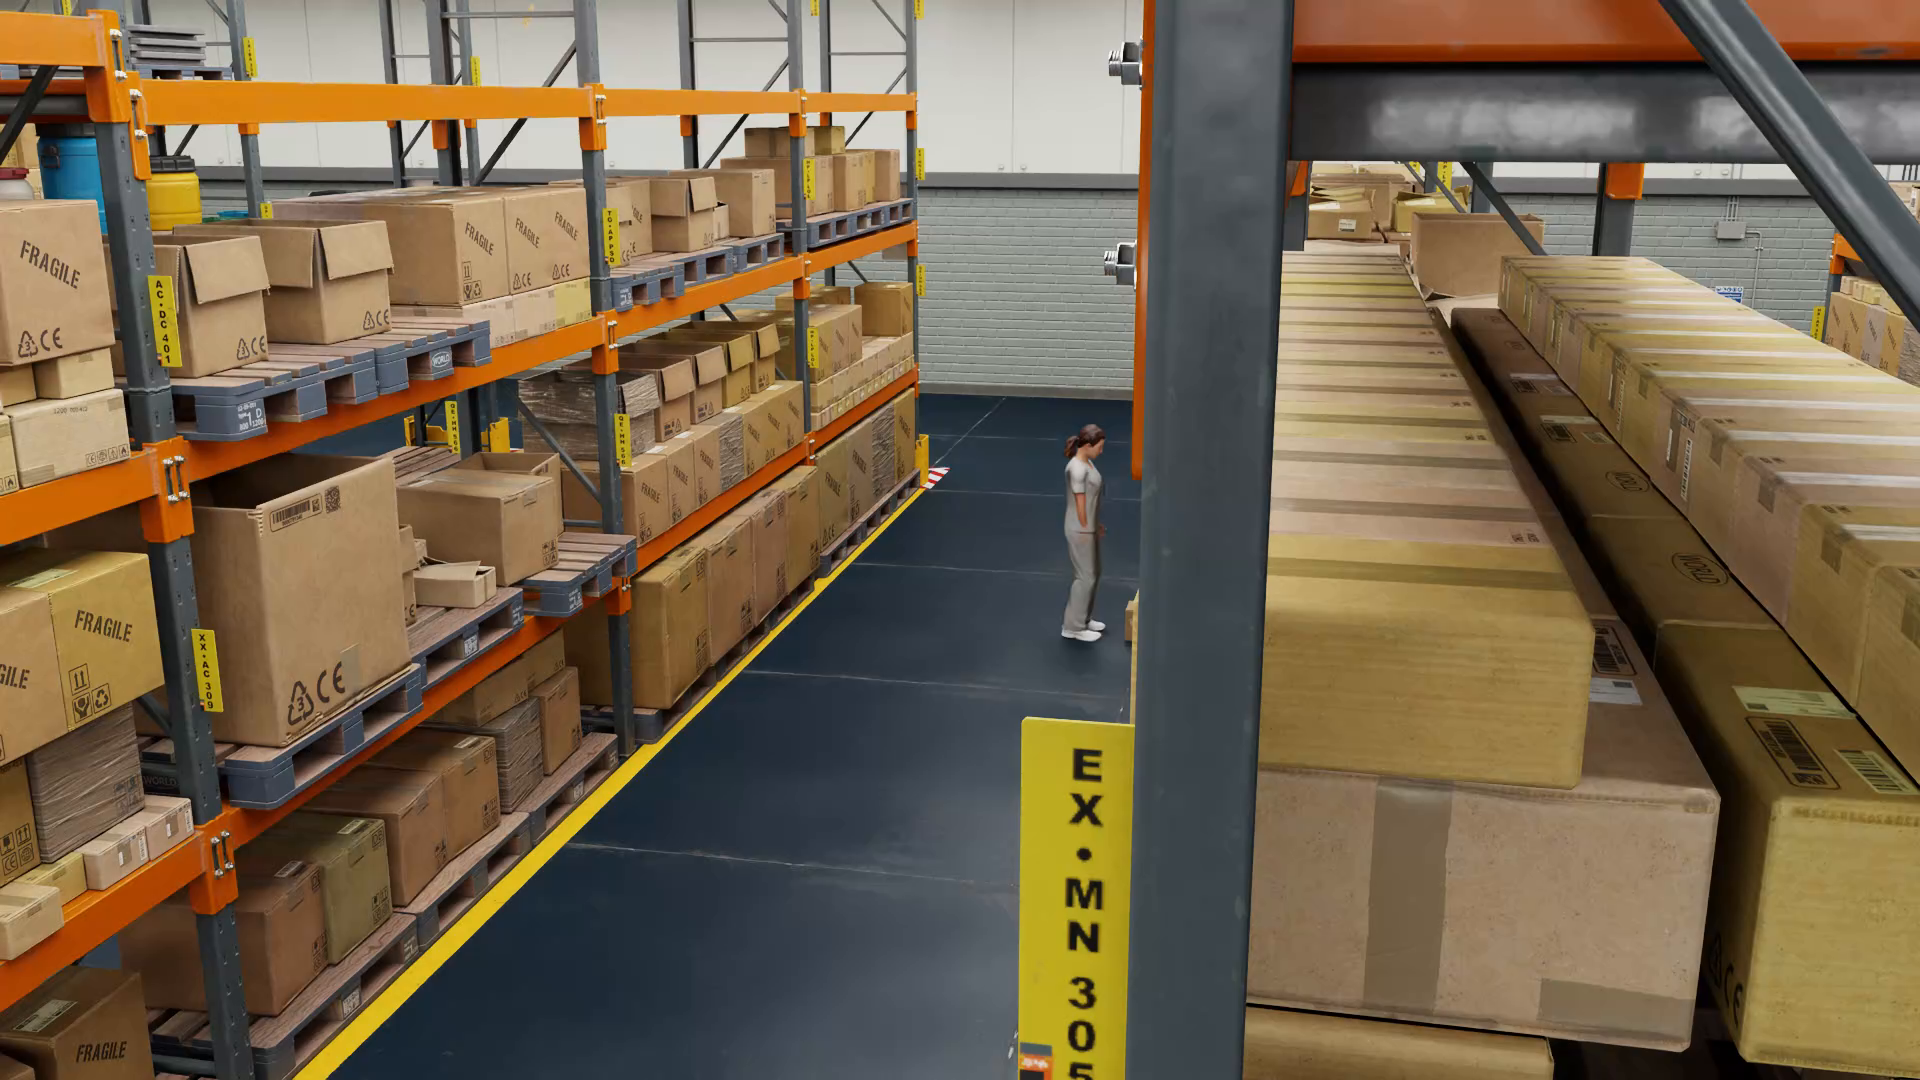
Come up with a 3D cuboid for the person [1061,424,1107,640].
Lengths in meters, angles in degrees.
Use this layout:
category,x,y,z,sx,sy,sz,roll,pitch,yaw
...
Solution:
category,x,y,z,sx,sy,sz,roll,pitch,yaw
person,0.950,-0.076,12.841,0.352,1.666,0.447,3,15,12
